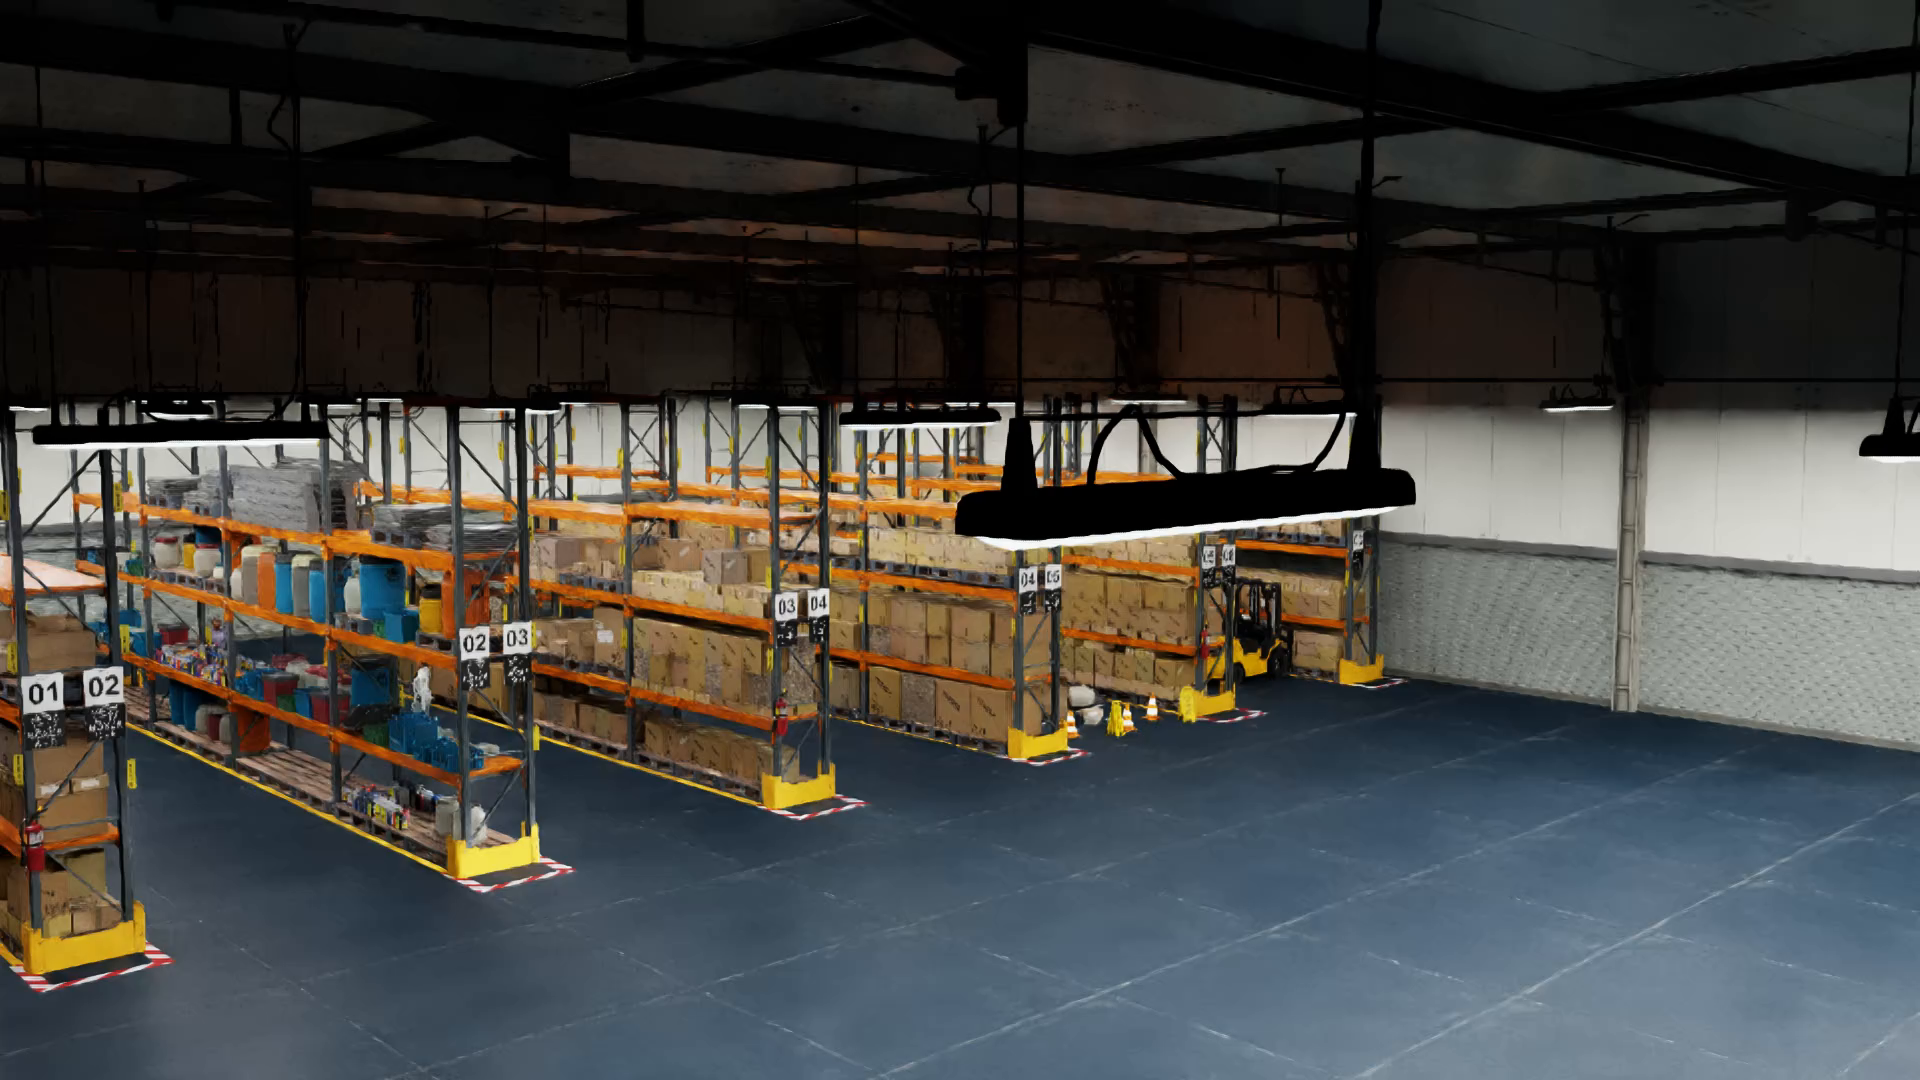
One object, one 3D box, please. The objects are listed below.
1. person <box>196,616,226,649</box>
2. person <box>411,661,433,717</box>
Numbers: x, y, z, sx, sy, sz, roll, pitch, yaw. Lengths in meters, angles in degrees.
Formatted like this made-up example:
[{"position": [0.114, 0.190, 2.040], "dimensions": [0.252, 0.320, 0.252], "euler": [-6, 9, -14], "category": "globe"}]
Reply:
[{"position": [-15.041, 2.308, 33.607], "dimensions": [0.843, 1.564, 0.624], "euler": [5, 7, 42], "category": "person"}, {"position": [-9.137, 2.774, 28.219], "dimensions": [0.389, 1.692, 0.593], "euler": [-1, 6, -9], "category": "person"}]
